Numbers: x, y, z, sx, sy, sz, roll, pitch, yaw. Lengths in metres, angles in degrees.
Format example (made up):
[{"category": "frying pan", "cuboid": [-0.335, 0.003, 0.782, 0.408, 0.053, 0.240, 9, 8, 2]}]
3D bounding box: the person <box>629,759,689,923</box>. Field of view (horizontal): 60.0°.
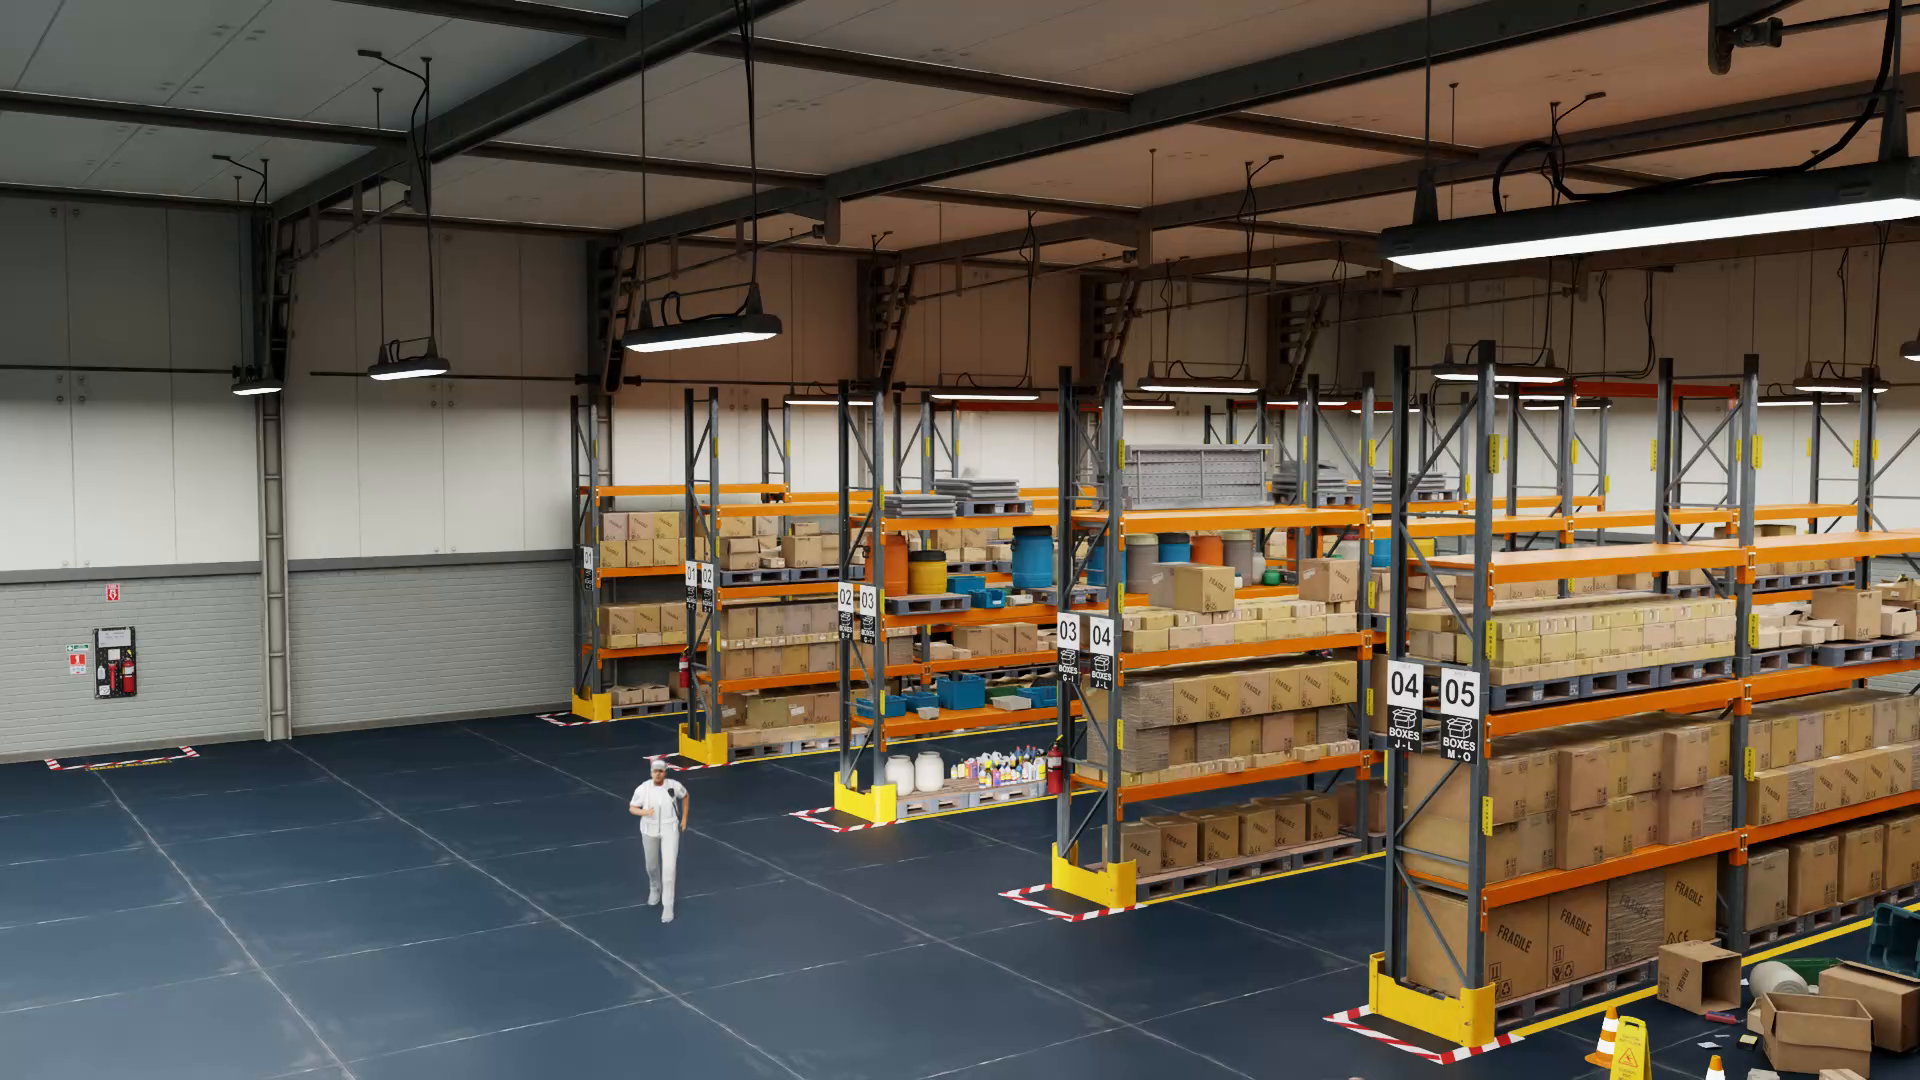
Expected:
[{"category": "person", "cuboid": [-3.283, 3.233, 18.162, 0.631, 1.717, 0.809, 0, 3, -7]}]
